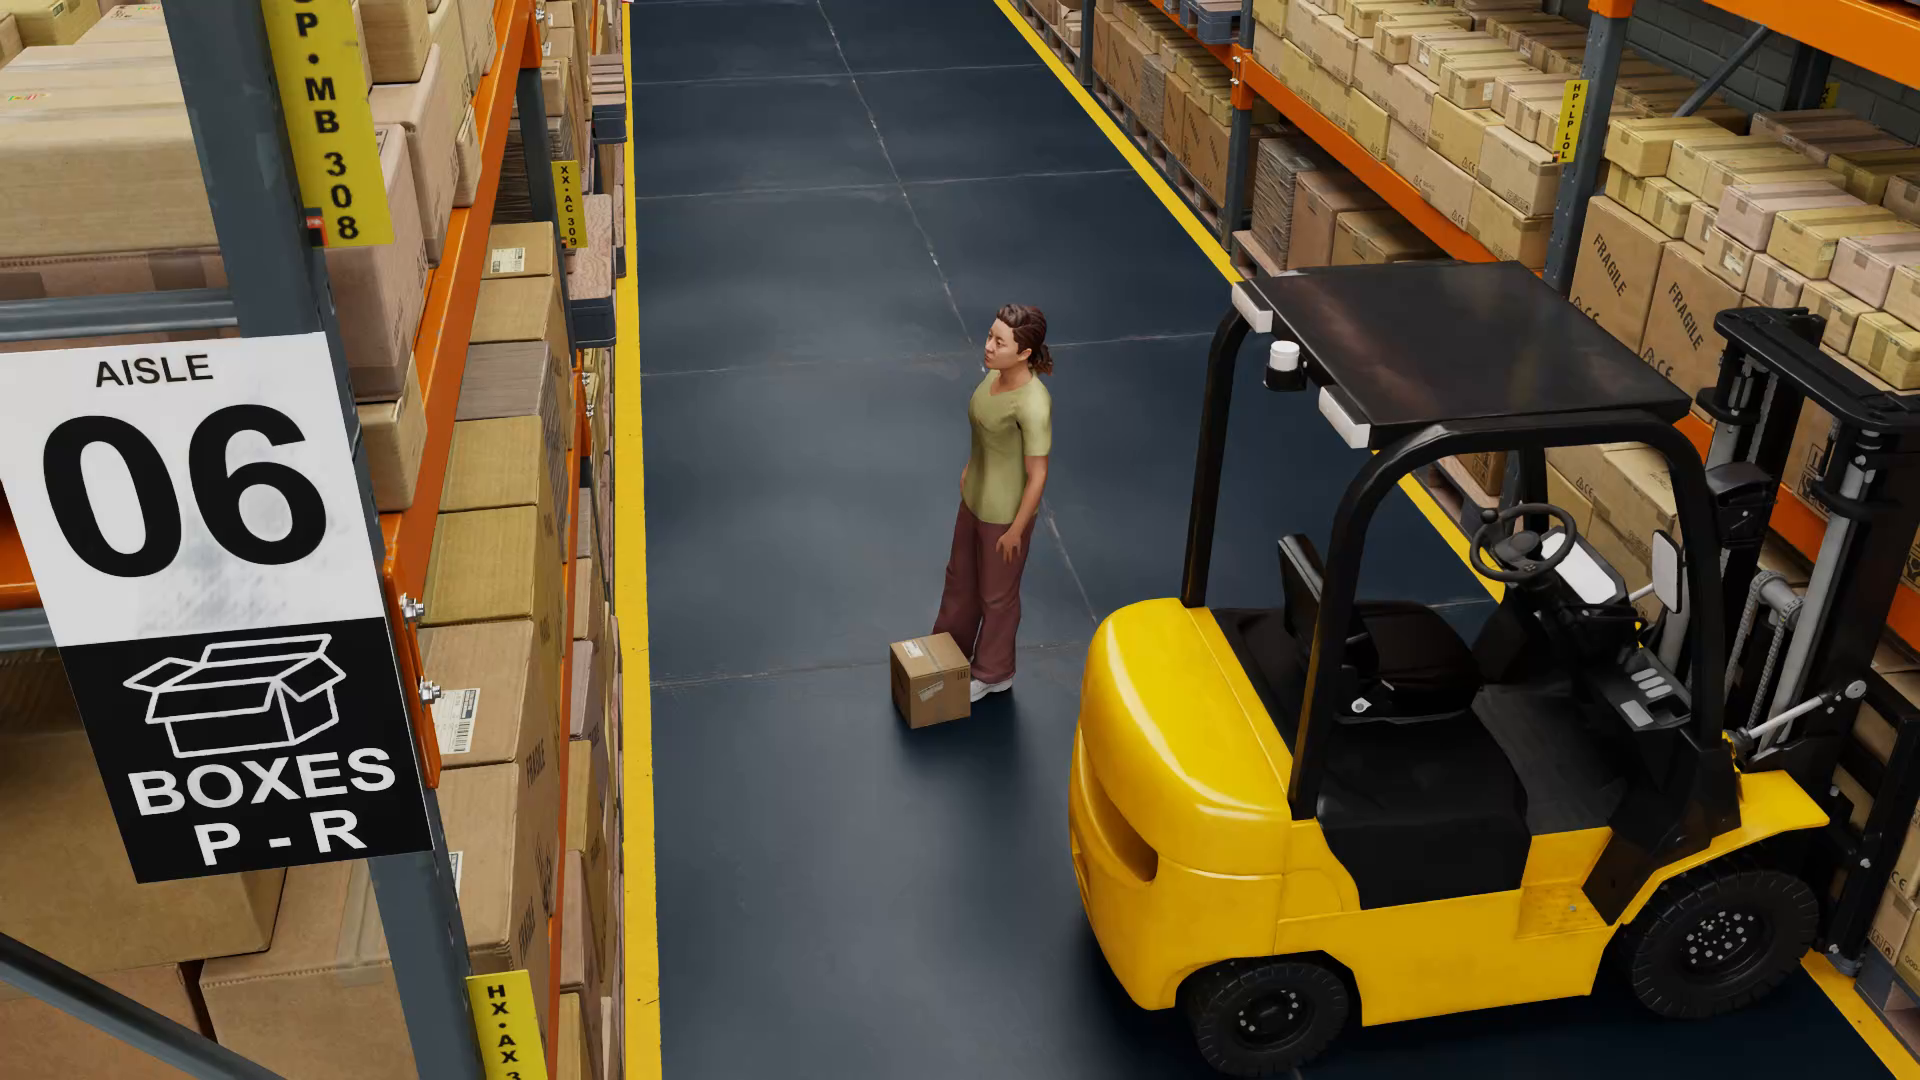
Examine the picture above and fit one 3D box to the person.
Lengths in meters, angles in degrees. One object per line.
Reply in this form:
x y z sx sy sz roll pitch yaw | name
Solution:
0.076 -0.116 6.310 0.549 1.675 0.553 -10 32 -15 | person
